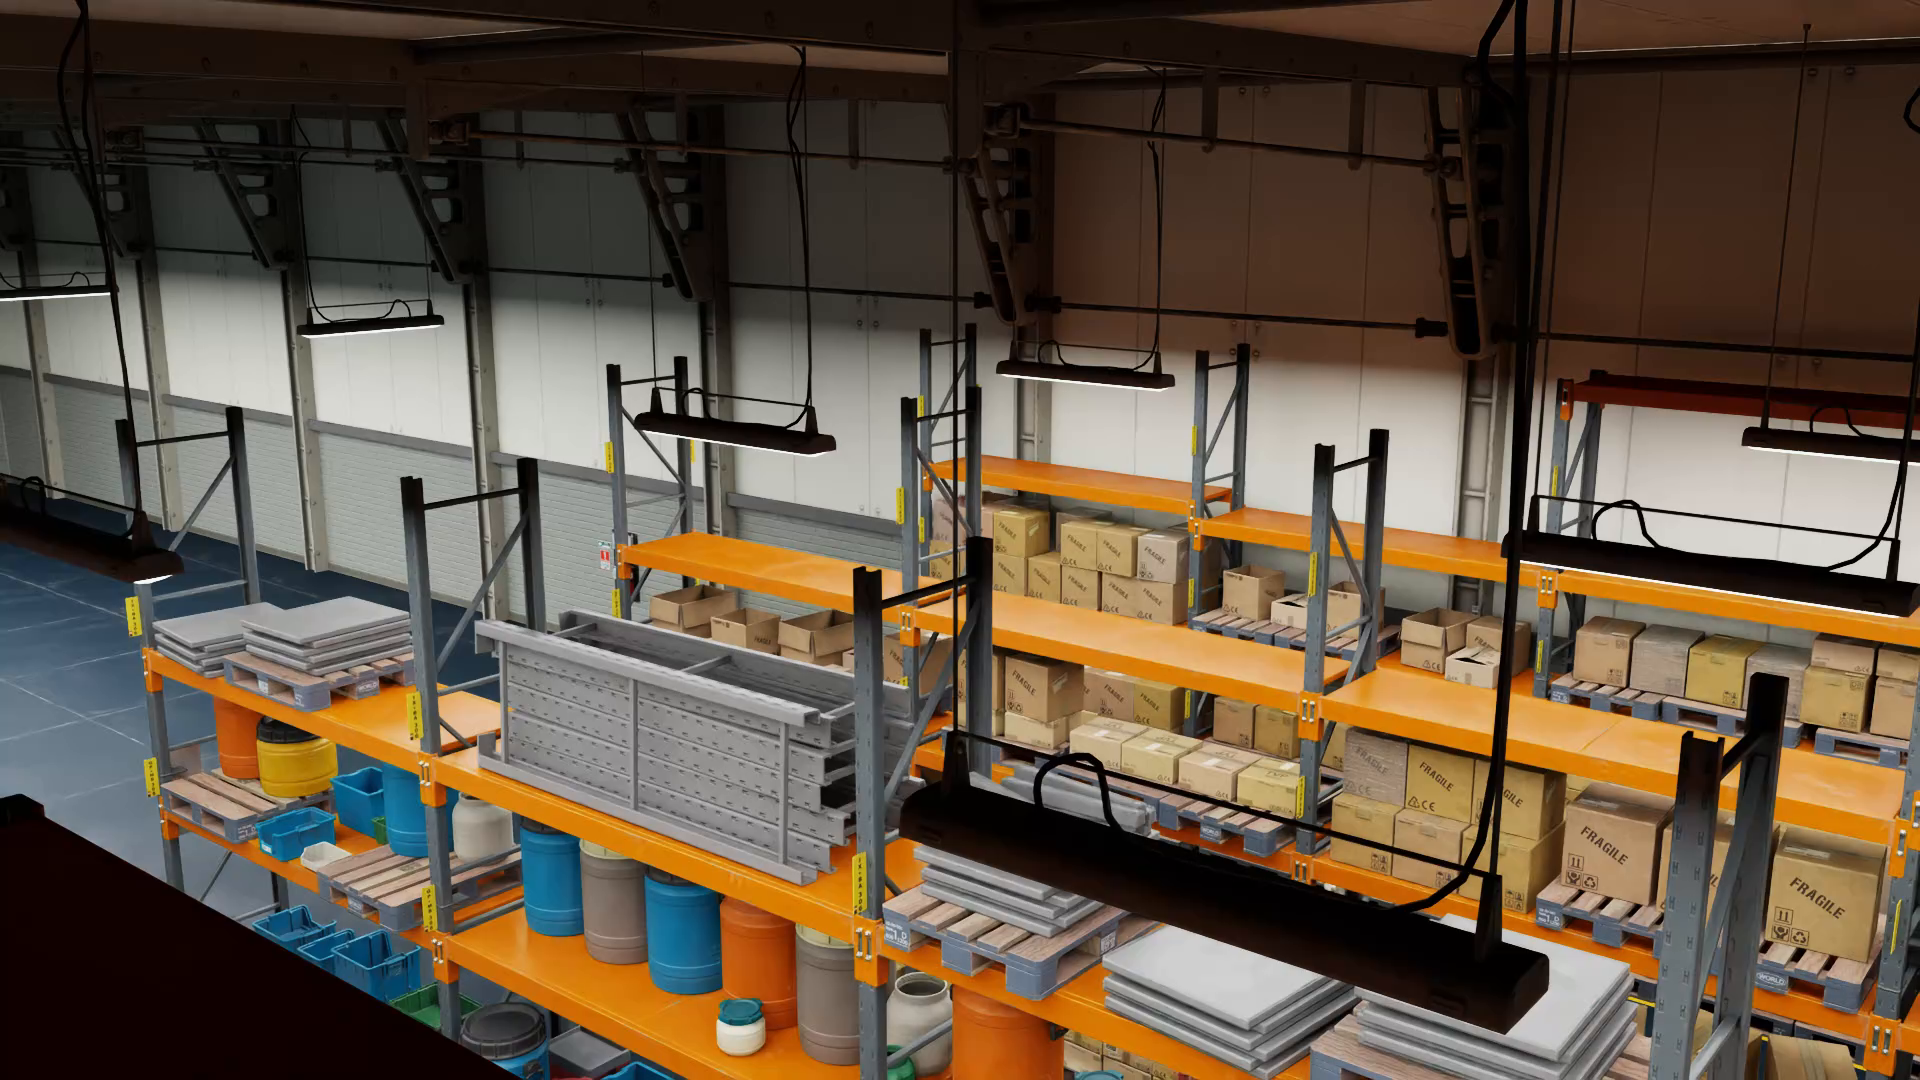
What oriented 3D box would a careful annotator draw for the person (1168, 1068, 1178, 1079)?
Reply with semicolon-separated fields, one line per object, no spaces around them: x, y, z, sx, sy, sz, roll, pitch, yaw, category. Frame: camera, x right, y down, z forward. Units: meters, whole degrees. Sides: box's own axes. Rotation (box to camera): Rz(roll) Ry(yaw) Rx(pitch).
1.592;4.530;12.412;1.067;1.605;0.426;8;15;30;person

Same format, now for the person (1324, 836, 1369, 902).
3.957;3.445;16.908;0.584;1.785;0.475;-3;13;-12;person
